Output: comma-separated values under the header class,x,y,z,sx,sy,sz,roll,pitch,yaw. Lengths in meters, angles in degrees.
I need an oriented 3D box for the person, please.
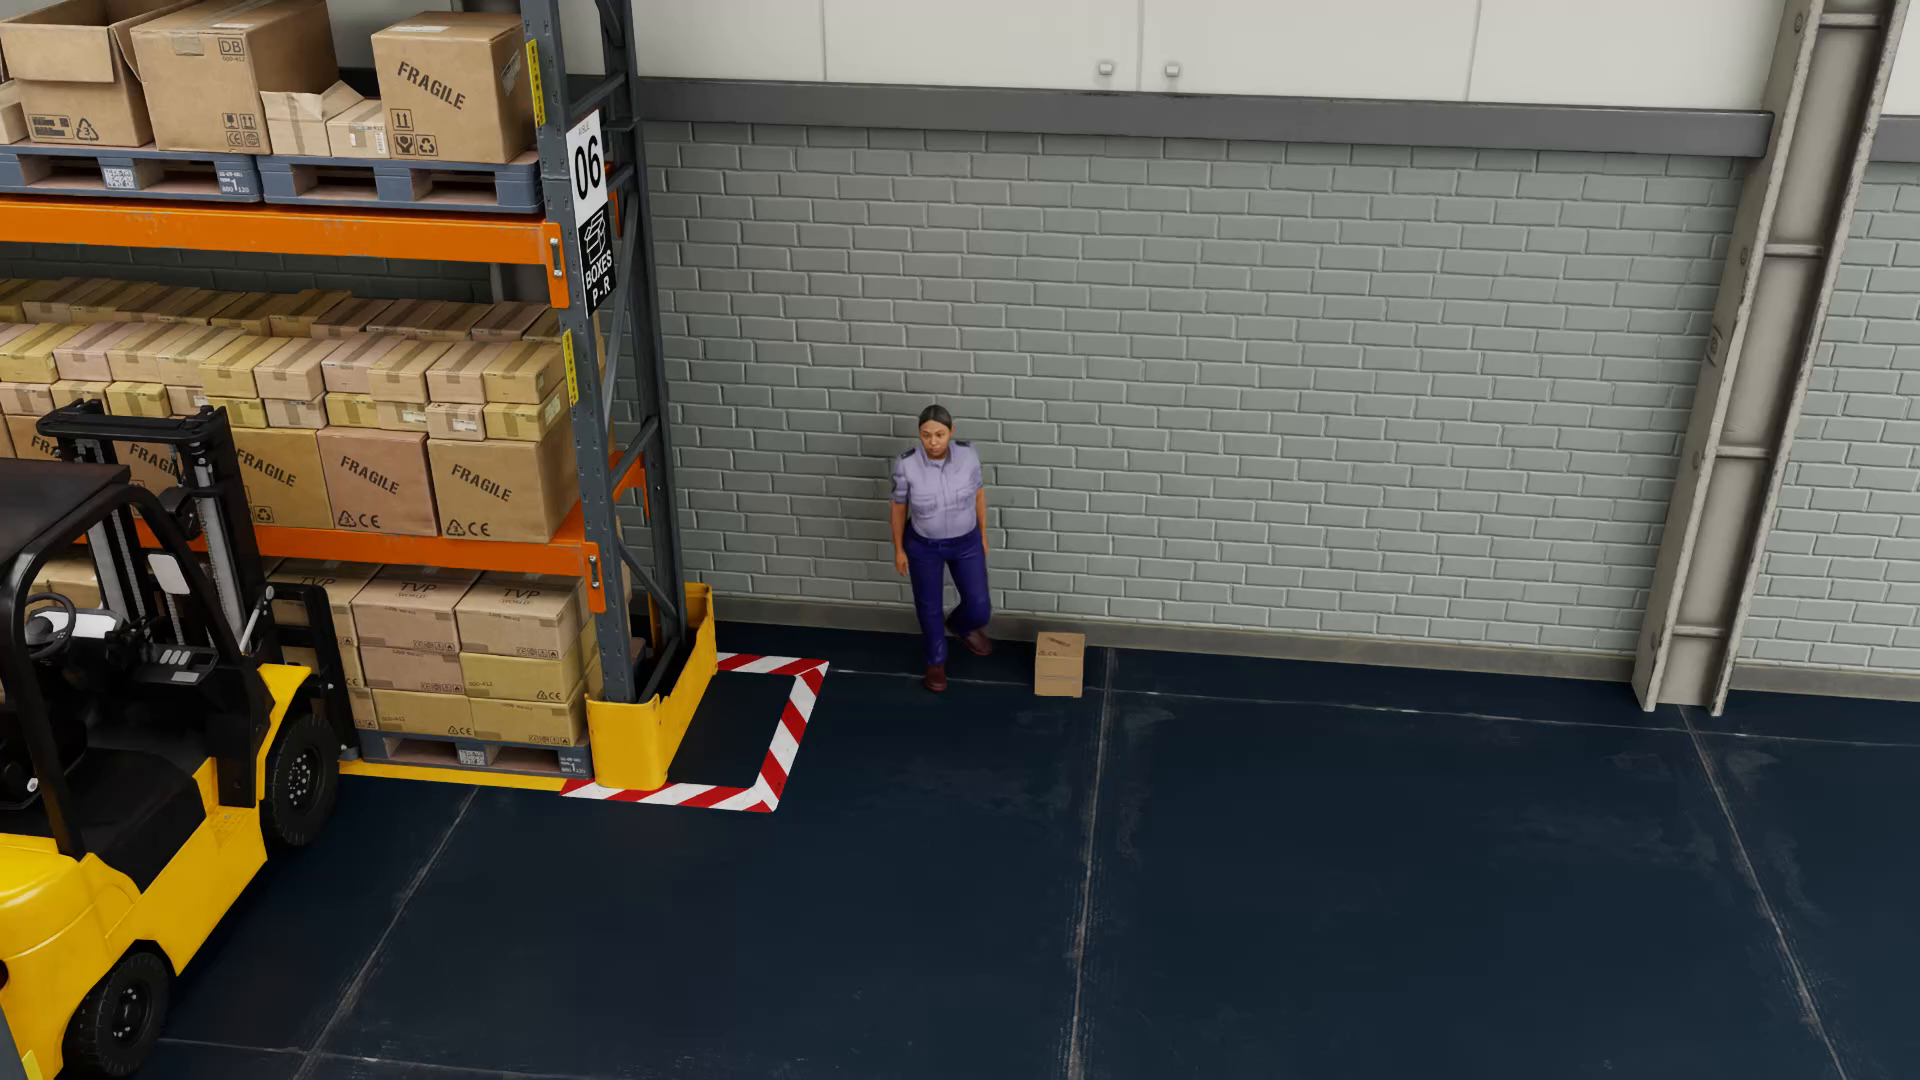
class,x,y,z,sx,sy,sz,roll,pitch,yaw
person,-0.086,0.013,8.603,0.557,1.642,0.485,-5,29,-9
